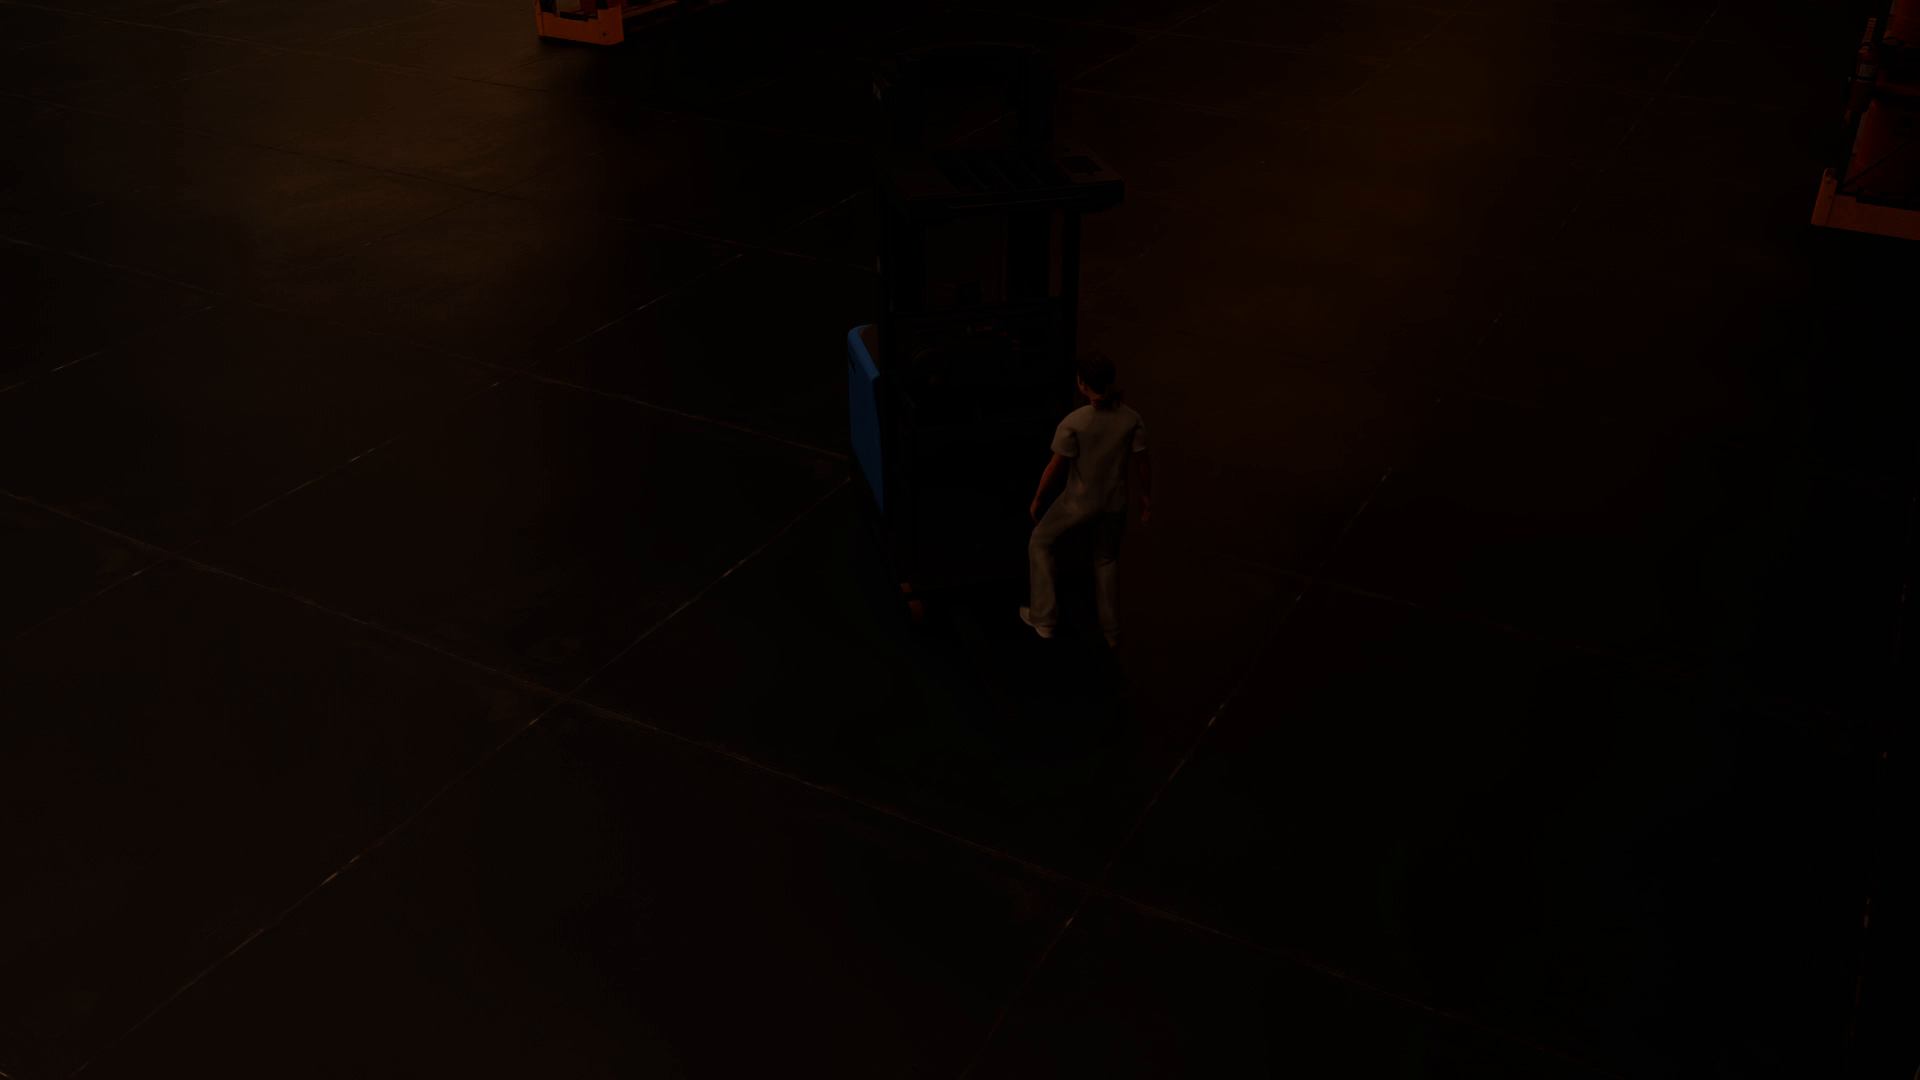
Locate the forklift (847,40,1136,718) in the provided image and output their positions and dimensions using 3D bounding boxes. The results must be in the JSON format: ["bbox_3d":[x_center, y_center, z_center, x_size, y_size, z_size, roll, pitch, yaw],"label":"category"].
[{"bbox_3d":[0.165,-0.991,8.787,1.130,2.935,3.031,-7,31,-13],"label":"forklift"}]

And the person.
[{"bbox_3d":[0.676,-0.209,8.712,0.648,1.656,0.402,-9,31,-16],"label":"person"}]
